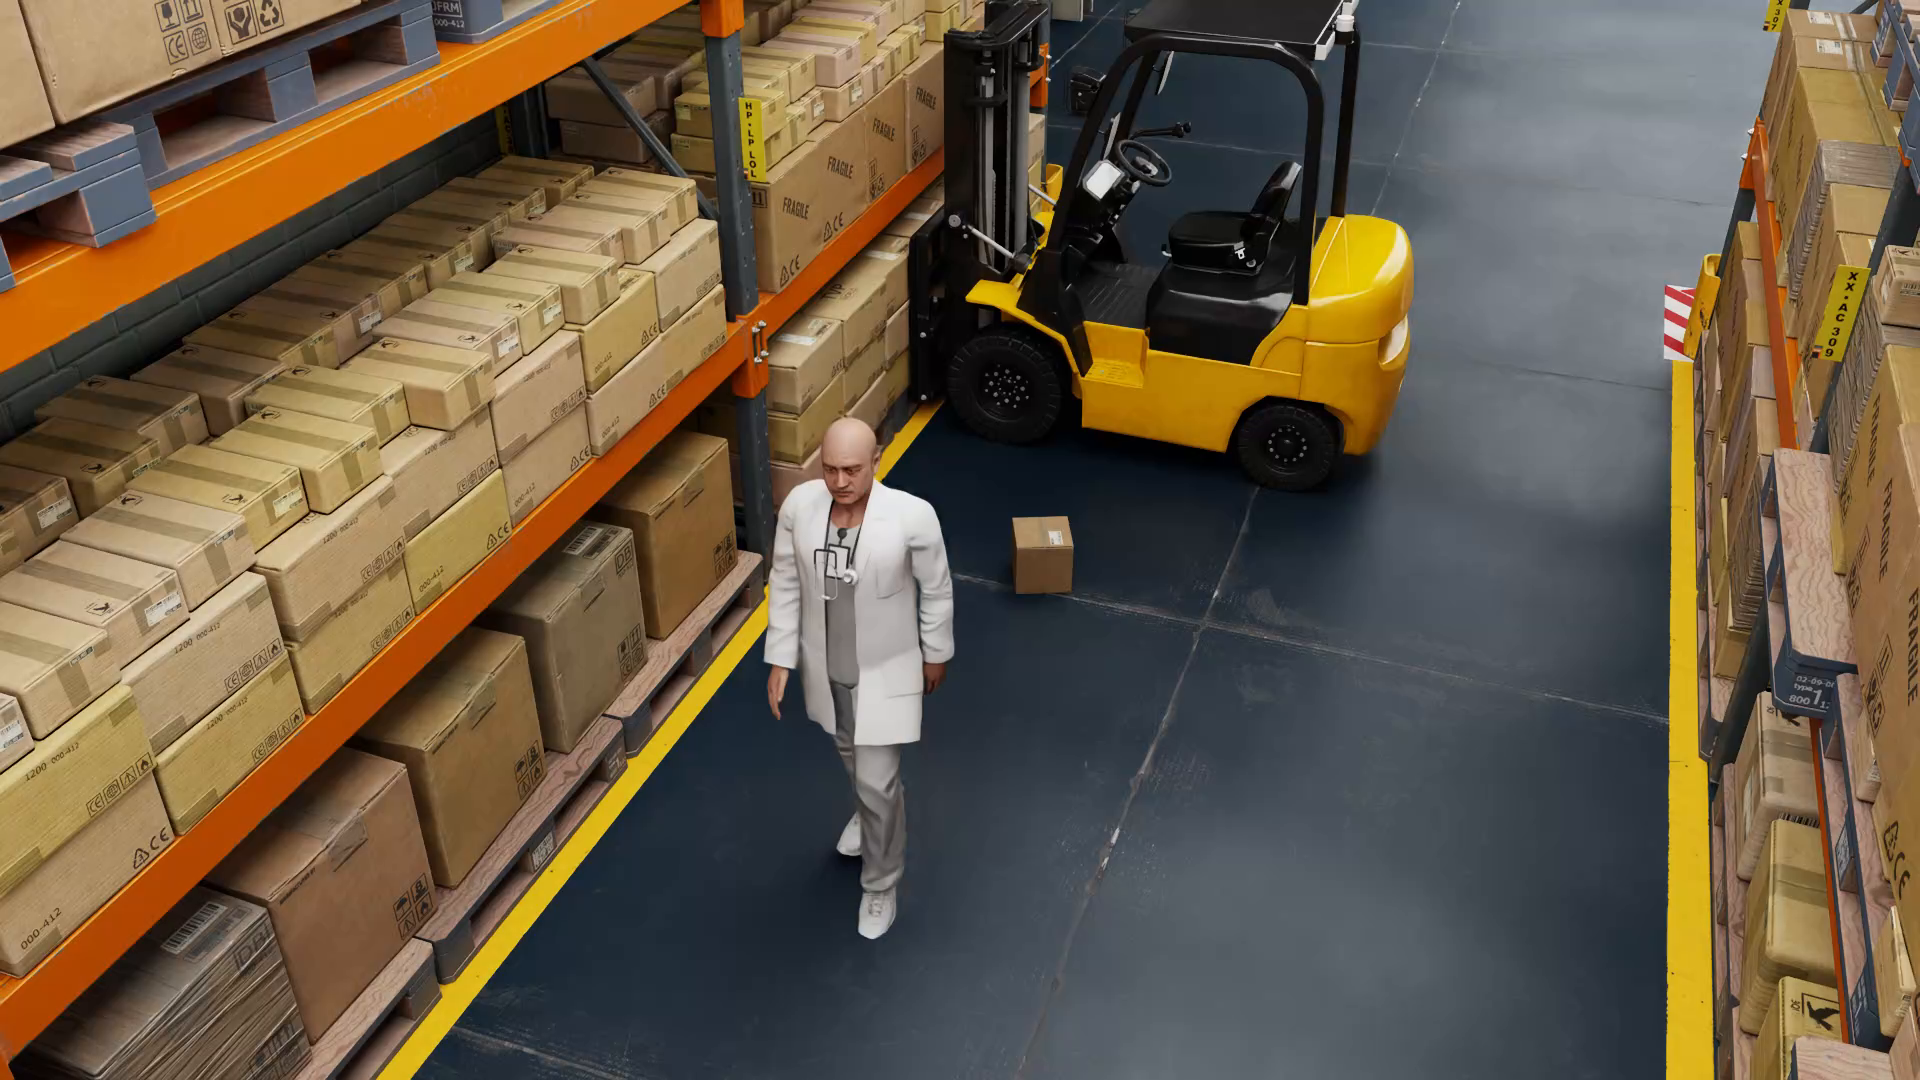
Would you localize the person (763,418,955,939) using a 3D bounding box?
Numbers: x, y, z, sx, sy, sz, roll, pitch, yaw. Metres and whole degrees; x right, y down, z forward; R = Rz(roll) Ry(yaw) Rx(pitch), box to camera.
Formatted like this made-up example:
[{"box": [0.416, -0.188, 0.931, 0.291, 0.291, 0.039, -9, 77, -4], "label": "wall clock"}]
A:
[{"box": [-0.339, 0.436, 5.502, 0.590, 1.846, 0.660, 12, 35, 18], "label": "person"}]
